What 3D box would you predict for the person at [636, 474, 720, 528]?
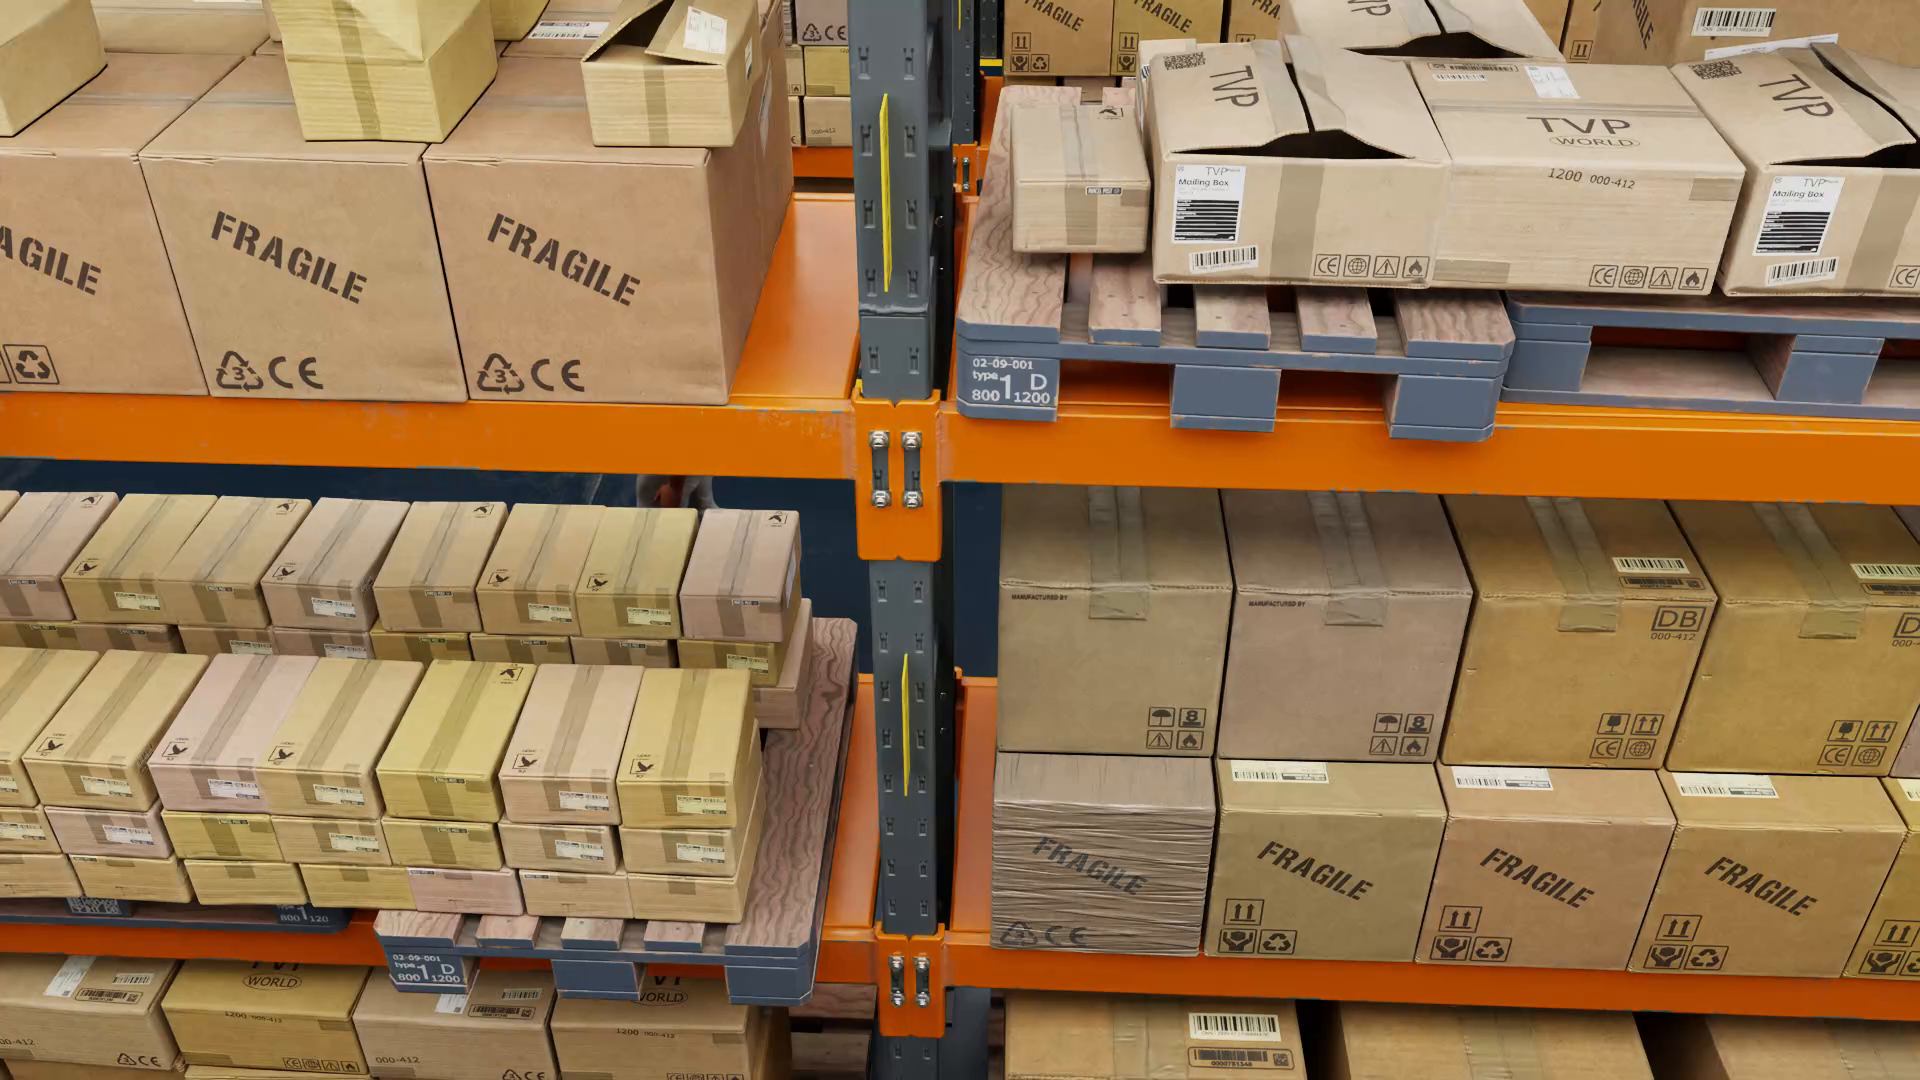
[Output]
[{"bbox_3d":[-1.170,-0.354,6.608,0.709,1.765,0.588,2,36,2],"label":"person"}]
